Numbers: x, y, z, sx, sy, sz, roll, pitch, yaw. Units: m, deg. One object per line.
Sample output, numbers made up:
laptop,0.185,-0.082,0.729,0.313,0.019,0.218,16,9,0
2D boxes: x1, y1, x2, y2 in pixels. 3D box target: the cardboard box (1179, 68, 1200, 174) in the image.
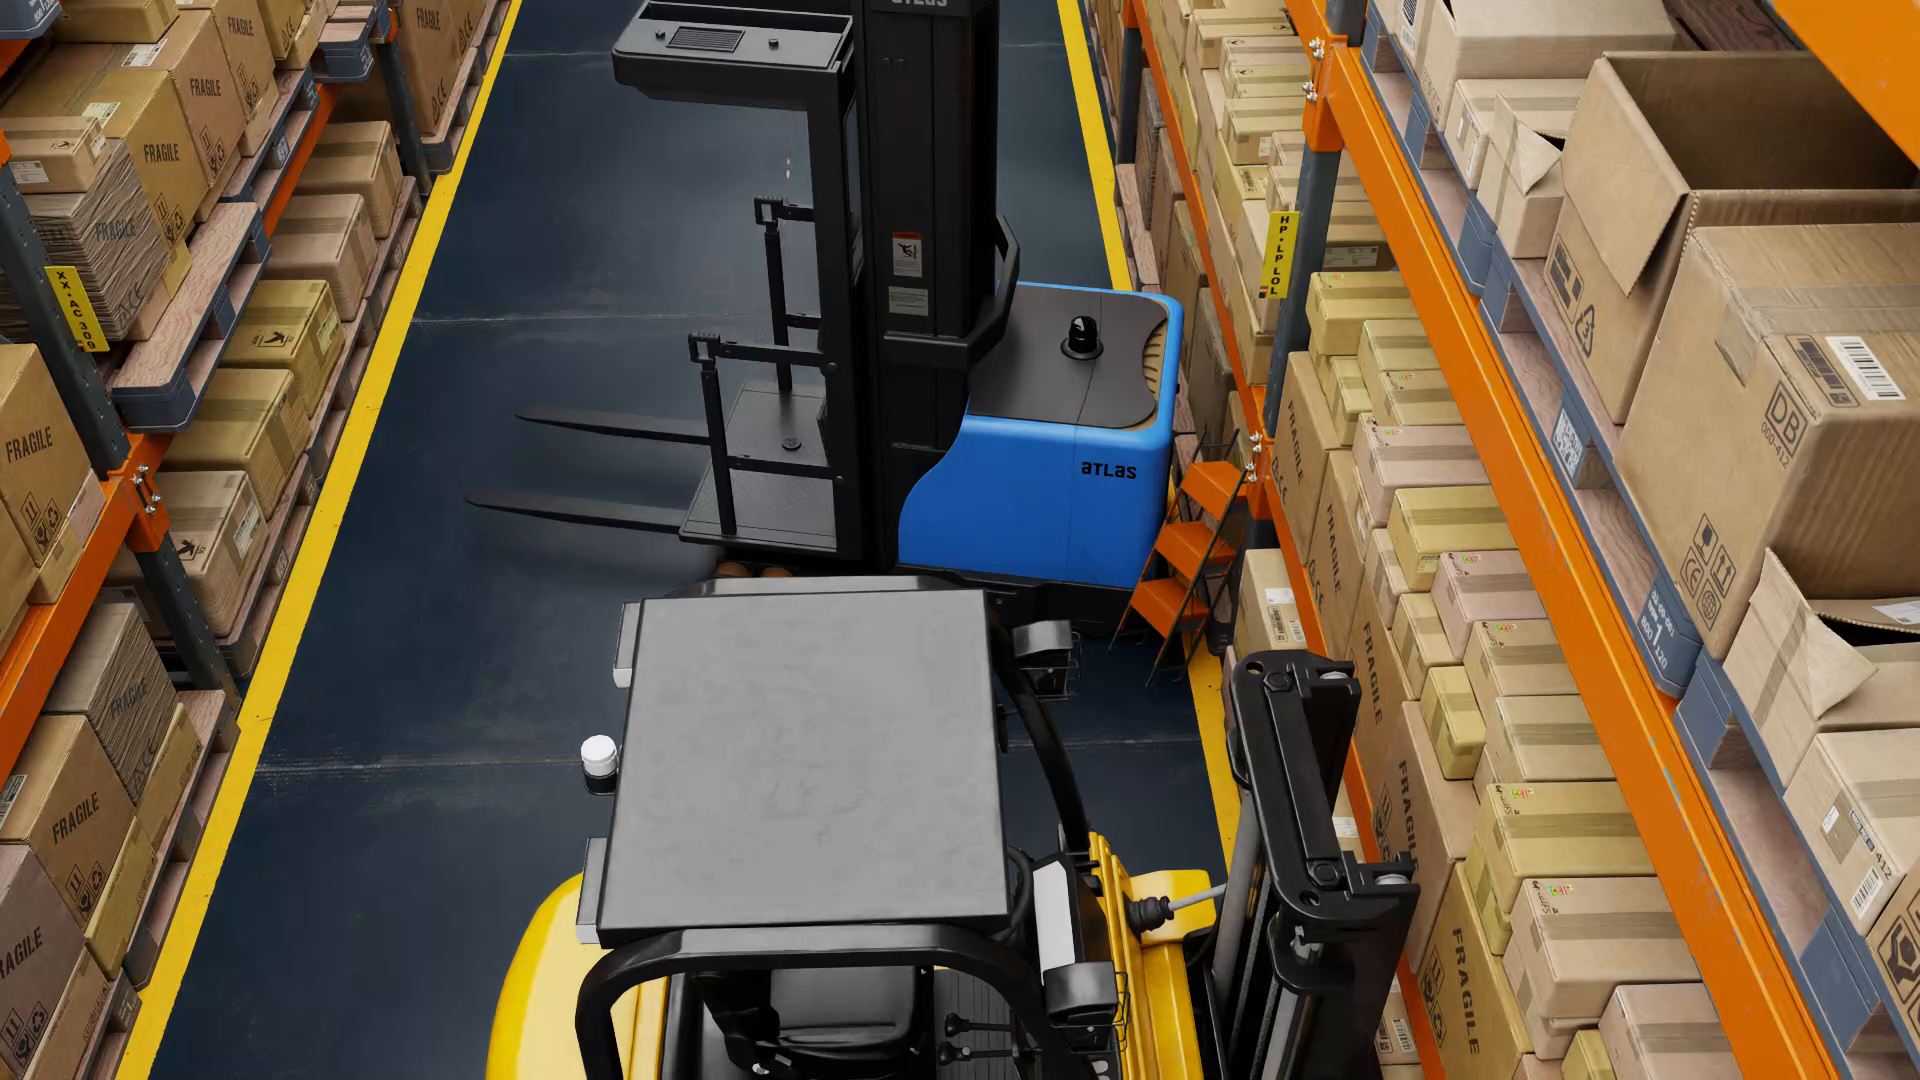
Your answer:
cardboard box,1.247,-1.846,7.305,0.500,0.250,0.500,0,43,0

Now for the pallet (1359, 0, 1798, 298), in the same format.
pallet,1.639,-1.043,4.163,1.003,0.211,1.213,-2,43,-2

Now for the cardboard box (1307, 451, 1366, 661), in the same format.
cardboard box,1.374,0.076,5.022,0.500,0.500,0.500,-1,43,-1

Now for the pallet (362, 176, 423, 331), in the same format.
pallet,-3.520,-1.545,8.929,1.003,0.211,1.213,-2,43,-2

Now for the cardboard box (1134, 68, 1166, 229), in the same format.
cardboard box,1.420,-2.103,8.921,0.875,0.625,0.625,0,43,0

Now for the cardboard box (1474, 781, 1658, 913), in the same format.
cardboard box,1.367,0.675,3.669,0.380,0.149,0.250,-1,43,-1

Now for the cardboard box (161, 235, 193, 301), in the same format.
cardboard box,-3.091,-1.013,6.160,0.380,0.149,0.250,-1,43,-1

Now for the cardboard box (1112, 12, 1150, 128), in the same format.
cardboard box,1.175,-2.758,9.728,0.500,0.500,0.500,-1,43,-1

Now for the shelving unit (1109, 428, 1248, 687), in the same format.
shelving unit,0.910,0.079,6.523,0.215,1.050,0.252,-7,39,-38

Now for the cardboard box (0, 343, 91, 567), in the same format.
cardboard box,-3.115,-0.254,5.162,0.500,0.500,0.500,-3,43,-3

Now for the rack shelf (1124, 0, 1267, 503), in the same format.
rack shelf,1.492,-1.630,7.490,1.077,0.370,4.000,-2,43,-2

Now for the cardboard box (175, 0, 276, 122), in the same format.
cardboard box,-3.177,-2.045,6.806,0.500,0.500,0.500,-3,43,-4

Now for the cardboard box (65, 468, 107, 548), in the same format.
cardboard box,-3.064,-0.099,5.474,0.380,0.149,0.250,-2,43,-2

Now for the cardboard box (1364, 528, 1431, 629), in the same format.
cardboard box,1.325,0.098,4.519,0.380,0.149,0.250,-2,43,-2

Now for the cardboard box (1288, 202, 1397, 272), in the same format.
cardboard box,1.341,-1.045,5.766,0.380,0.149,0.250,0,43,0

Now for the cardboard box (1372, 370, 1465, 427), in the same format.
cardboard box,1.415,-0.361,4.799,0.380,0.149,0.250,-2,43,-3

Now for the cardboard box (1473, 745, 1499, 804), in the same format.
cardboard box,1.453,0.617,3.953,0.380,0.149,0.250,-2,43,-2

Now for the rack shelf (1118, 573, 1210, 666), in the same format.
rack shelf,0.825,0.315,6.666,0.215,0.259,0.240,-7,39,-38

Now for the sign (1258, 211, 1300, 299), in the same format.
sign,1.035,-0.920,5.386,0.100,0.325,0.005,-2,43,-2

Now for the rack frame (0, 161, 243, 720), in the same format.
rack frame,-3.382,-0.400,5.616,1.000,3.000,0.127,-2,43,-2

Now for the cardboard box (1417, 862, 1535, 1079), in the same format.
cardboard box,1.429,1.097,3.908,0.500,0.500,0.500,-2,43,-3

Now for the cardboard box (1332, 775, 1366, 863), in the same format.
cardboard box,1.328,0.962,5.114,0.500,0.250,0.500,0,43,0

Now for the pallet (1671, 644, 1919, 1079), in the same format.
pallet,1.743,0.604,2.366,1.003,0.211,1.213,-2,43,-2

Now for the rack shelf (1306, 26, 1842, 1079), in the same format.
rack shelf,1.662,-0.035,3.531,1.077,0.370,4.000,-2,43,-2

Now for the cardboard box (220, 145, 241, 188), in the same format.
cardboard box,-3.158,-1.544,6.740,0.380,0.149,0.250,-1,43,-1

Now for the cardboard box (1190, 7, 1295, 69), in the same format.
cardboard box,1.168,-2.084,6.899,0.380,0.149,0.250,-3,43,-3

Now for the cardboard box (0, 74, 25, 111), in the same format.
cardboard box,-3.653,-1.341,6.038,0.500,0.500,0.500,-1,43,-2

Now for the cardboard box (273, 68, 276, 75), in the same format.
cardboard box,-3.251,-2.071,7.315,0.380,0.149,0.250,-1,43,-1

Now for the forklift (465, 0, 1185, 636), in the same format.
forklift,-0.617,-1.148,6.483,3.031,2.935,1.130,6,43,7

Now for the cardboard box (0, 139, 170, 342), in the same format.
cardboard box,-3.115,-1.026,5.694,0.500,0.500,0.500,-1,43,-1

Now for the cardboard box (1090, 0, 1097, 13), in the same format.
cardboard box,1.098,-3.799,10.864,0.500,0.500,0.500,-3,43,-3

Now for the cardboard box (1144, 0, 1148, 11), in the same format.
cardboard box,1.182,-2.883,8.436,0.500,0.250,0.500,-1,43,-2

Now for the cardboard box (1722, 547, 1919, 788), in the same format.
cardboard box,1.398,0.186,2.472,0.396,0.266,0.258,-2,43,-2

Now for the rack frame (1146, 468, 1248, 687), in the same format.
rack frame,0.977,0.149,6.449,0.200,1.050,0.008,-7,39,-38

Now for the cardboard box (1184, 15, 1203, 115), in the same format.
cardboard box,1.253,-2.032,7.137,0.500,0.250,0.500,-1,43,-1

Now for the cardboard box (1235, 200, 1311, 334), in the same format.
cardboard box,1.301,-0.998,6.010,0.500,0.250,0.500,-2,43,-3

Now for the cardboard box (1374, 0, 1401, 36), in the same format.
cardboard box,1.293,-1.438,4.330,0.380,0.149,0.250,-1,43,-1

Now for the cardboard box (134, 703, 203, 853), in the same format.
cardboard box,-3.088,0.850,5.976,0.500,0.250,0.500,0,43,0

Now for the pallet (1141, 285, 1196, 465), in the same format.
pallet,1.452,-0.839,8.159,1.003,0.211,1.213,-2,43,-2

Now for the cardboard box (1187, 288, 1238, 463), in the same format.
cardboard box,1.518,-0.700,7.390,0.875,0.625,0.625,-2,43,-2

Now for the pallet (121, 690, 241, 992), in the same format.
pallet,-3.318,1.080,6.065,1.003,0.211,1.213,-2,43,-2

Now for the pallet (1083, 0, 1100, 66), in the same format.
pallet,1.365,-3.544,11.110,1.003,0.211,1.213,-2,43,-2

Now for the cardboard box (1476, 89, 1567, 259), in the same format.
cardboard box,1.337,-0.782,3.528,0.396,0.266,0.258,-3,43,-3

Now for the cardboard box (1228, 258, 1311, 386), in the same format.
cardboard box,1.294,-0.822,6.188,0.500,0.250,0.500,-1,43,-1

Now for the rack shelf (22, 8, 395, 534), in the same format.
rack shelf,-3.467,-1.485,7.332,1.077,0.370,4.000,-2,43,-2

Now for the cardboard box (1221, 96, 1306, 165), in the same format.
cardboard box,1.210,-1.559,6.327,0.380,0.149,0.250,-3,43,-3

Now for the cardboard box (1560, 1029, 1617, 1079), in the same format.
cardboard box,1.463,1.137,3.385,0.380,0.149,0.250,-2,43,-2

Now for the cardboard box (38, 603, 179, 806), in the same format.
cardboard box,-3.089,0.574,5.723,0.500,0.500,0.500,-2,43,-2

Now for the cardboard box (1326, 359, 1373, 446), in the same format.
cardboard box,1.340,-0.423,5.088,0.380,0.149,0.250,-1,43,-1

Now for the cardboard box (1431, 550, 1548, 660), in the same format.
cardboard box,1.428,0.161,4.230,0.380,0.149,0.250,-2,43,-2

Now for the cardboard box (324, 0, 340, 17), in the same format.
cardboard box,-3.164,-2.600,7.892,0.380,0.149,0.250,-2,43,-2

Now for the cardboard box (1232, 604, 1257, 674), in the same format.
cardboard box,1.289,0.465,6.027,0.500,0.250,0.500,-2,43,-2

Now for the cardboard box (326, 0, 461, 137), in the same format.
cardboard box,-3.498,-2.941,9.649,0.875,0.875,0.875,-2,43,-2

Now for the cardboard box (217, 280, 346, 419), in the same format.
cardboard box,-3.472,-0.895,7.790,0.950,0.372,0.625,0,43,0

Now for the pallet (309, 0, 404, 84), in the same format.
pallet,-3.415,-2.552,8.105,1.213,0.211,1.003,-2,43,-2
